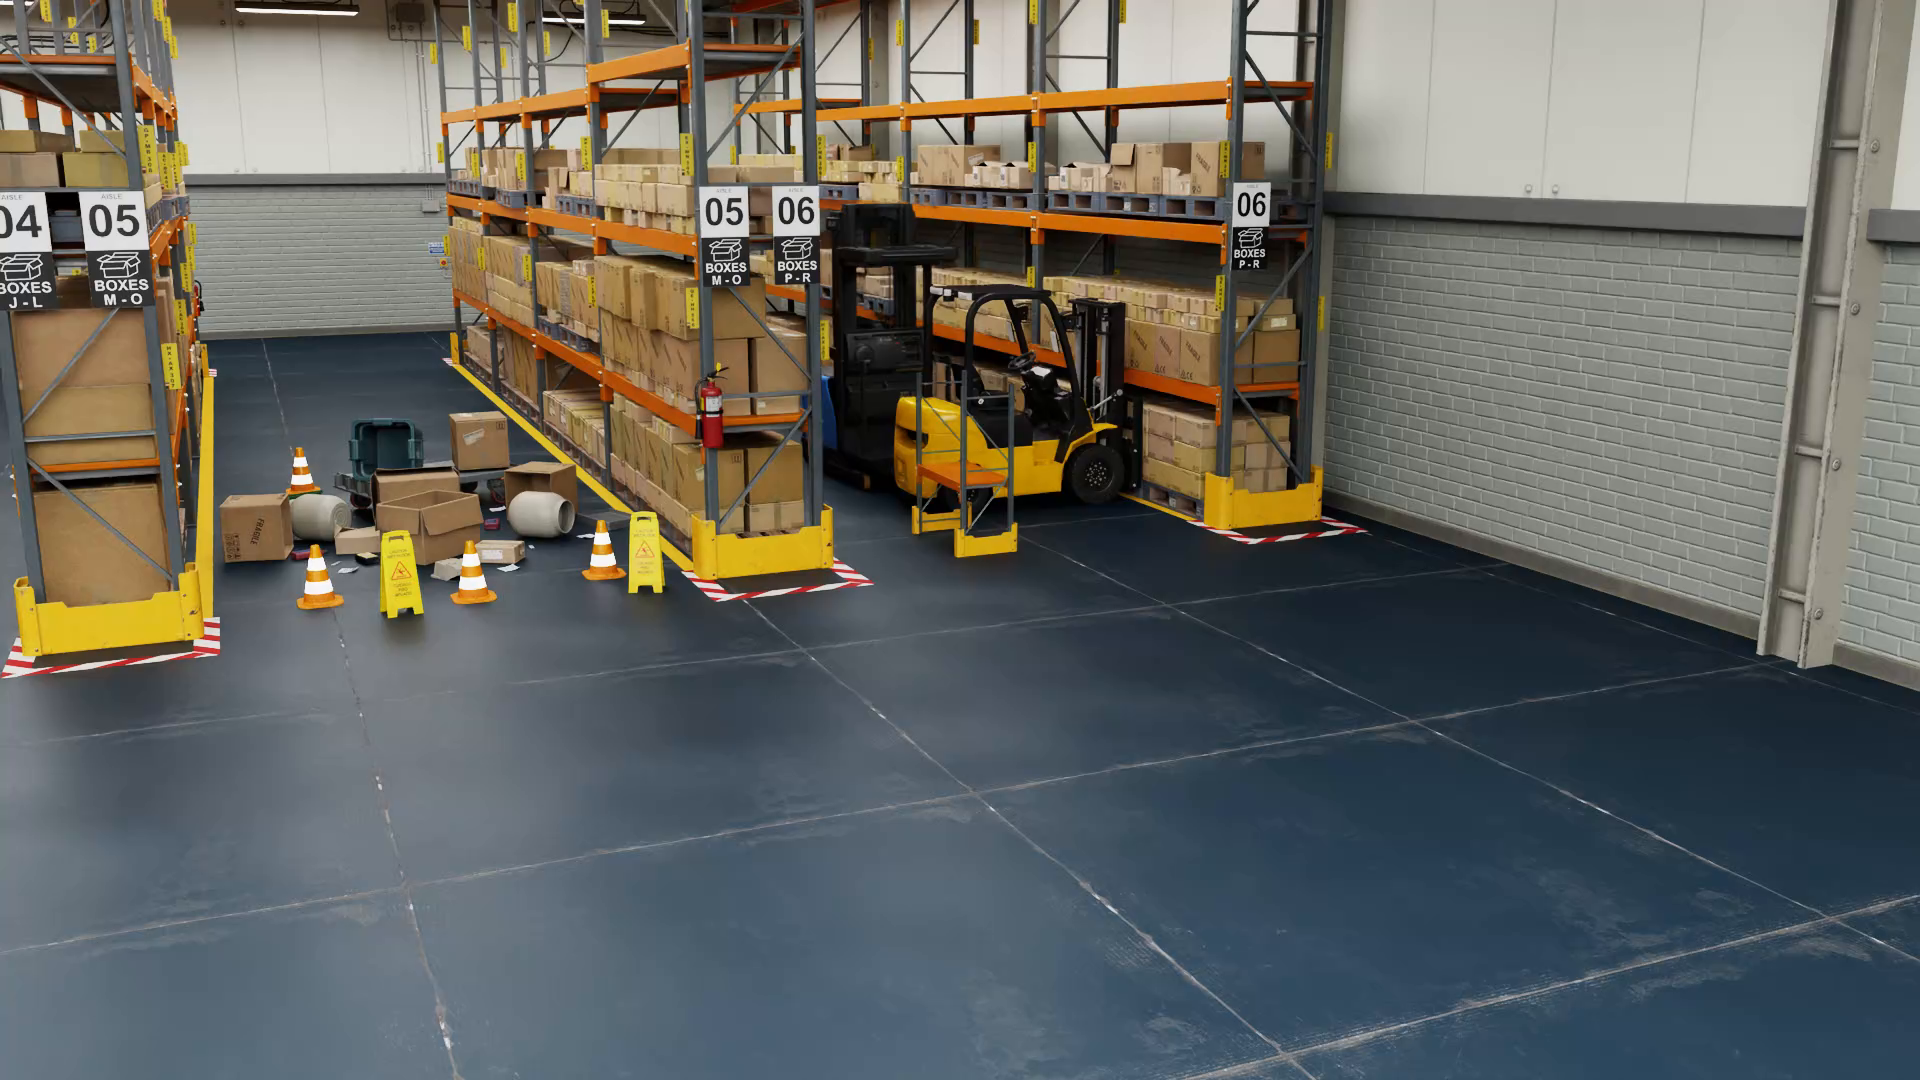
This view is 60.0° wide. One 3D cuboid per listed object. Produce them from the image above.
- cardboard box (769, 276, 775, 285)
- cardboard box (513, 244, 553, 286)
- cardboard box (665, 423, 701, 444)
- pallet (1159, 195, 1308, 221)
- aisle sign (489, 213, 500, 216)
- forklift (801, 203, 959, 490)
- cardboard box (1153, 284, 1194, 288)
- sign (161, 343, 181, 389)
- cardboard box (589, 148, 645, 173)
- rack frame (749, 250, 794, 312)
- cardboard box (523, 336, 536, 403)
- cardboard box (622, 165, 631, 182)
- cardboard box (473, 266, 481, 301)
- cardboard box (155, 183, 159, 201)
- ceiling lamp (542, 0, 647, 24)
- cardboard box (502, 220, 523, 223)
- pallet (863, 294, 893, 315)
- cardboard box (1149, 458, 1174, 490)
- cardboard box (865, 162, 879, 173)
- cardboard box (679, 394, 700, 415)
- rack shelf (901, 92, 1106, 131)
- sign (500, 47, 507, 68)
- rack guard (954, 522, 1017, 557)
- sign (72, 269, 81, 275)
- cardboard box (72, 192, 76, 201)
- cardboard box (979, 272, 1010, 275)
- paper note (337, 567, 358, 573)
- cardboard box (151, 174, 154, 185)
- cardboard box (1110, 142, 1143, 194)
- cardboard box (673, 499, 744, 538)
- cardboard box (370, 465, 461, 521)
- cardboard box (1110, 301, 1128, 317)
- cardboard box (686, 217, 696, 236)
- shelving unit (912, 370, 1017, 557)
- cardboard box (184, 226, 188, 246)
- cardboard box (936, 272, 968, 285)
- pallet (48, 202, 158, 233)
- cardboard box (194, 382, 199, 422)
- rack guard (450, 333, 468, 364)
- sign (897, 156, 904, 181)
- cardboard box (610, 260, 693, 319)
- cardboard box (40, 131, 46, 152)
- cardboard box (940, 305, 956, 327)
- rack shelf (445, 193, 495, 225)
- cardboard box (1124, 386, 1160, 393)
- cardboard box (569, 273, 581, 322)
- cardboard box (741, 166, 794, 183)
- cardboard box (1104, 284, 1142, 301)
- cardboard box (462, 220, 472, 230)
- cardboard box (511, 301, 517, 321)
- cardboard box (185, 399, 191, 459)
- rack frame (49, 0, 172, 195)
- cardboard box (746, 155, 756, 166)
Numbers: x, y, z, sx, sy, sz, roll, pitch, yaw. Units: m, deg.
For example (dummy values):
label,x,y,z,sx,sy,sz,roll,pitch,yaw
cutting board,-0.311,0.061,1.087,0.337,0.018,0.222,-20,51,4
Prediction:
label,x,y,z,sx,sy,sz,roll,pitch,yaw
cardboard box,-3.026,-4.413,28.224,0.380,0.149,0.250,-5,14,-22
cardboard box,-5.503,-3.574,21.601,0.500,0.500,0.500,-5,14,-22
cardboard box,-2.407,-0.955,14.789,0.380,0.149,0.250,-5,14,-21
pallet,2.648,-3.213,16.023,1.003,0.211,1.213,-6,14,-23
aisle sign,-7.793,-5.812,27.944,0.394,0.787,0.004,-6,14,-23
forklift,-0.691,-2.068,17.684,1.130,2.935,3.031,-7,15,-26
cardboard box,2.267,-2.621,17.602,0.380,0.149,0.250,-5,14,-21
sign,-5.623,-1.238,11.852,0.100,0.325,0.005,-6,14,-23
cardboard box,-3.590,-3.968,17.383,0.500,0.250,0.500,-5,14,-22
rack frame,-3.501,-4.952,29.993,1.000,3.000,0.127,-6,14,-23
cardboard box,-5.397,-2.354,22.550,0.875,0.875,0.875,-5,14,-22
cardboard box,-2.959,-3.447,15.625,0.380,0.149,0.250,-6,14,-25
cardboard box,-7.077,-3.903,25.242,0.500,0.500,0.500,-6,14,-24
cardboard box,-6.890,-2.892,13.843,0.380,0.149,0.250,-5,14,-22
ceiling lamp,-6.708,-11.062,30.142,2.000,3.185,0.800,-6,14,-23
cardboard box,-6.892,-4.876,25.788,0.380,0.149,0.250,-6,14,-23
pallet,-0.632,-3.339,23.451,1.213,0.211,1.003,-6,14,-23
cardboard box,2.240,-0.683,16.717,0.500,0.250,0.500,-6,14,-23
cardboard box,-1.122,-5.287,23.577,0.380,0.149,0.250,-6,14,-24
cardboard box,-2.188,-1.175,14.231,0.380,0.149,0.250,-6,14,-24
rack shelf,0.505,-5.263,20.516,1.077,0.370,4.000,-6,14,-23
sign,-7.545,-7.965,27.461,0.100,0.325,0.005,-6,14,-23
rack guard,0.230,-0.003,14.709,0.587,0.250,0.087,-6,14,-23
sign,-9.832,-2.856,18.547,0.100,0.325,0.005,-6,14,-23
cardboard box,-7.697,-2.937,14.038,0.380,0.149,0.250,-6,14,-23
cardboard box,0.470,-3.406,21.655,0.380,0.149,0.250,-6,14,-23
paper note,-5.189,0.250,14.108,0.144,0.017,0.142,-1,13,-4
cardboard box,-6.699,-2.951,13.216,0.500,0.250,0.500,-6,14,-23
cardboard box,1.989,-3.826,17.092,0.797,0.503,0.637,-5,14,-21
cardboard box,-2.219,-0.210,14.670,0.500,0.250,0.500,-6,14,-23
cardboard box,-5.044,-0.374,15.447,0.797,0.637,0.503,-6,14,-23
cardboard box,1.794,-2.426,17.421,0.380,0.149,0.250,-6,14,-24
cardboard box,-2.038,-2.584,13.669,0.380,0.149,0.250,-6,14,-23
shelving unit,0.031,-0.715,15.013,0.587,1.500,1.083,-6,14,-23
cardboard box,-11.293,-4.217,23.719,0.500,0.500,0.500,-5,14,-22
cardboard box,-0.088,-3.413,21.682,0.380,0.149,0.250,-5,14,-22
pallet,-6.933,-2.552,13.168,1.003,0.211,1.213,-6,14,-23
cardboard box,-9.592,-1.641,20.302,0.500,0.500,0.500,-5,14,-22
rack guard,-8.057,-3.290,28.356,1.175,0.500,0.348,-6,14,-23
sign,-0.795,-4.964,22.245,0.100,0.325,0.005,-6,14,-23
cardboard box,-2.902,-2.380,15.782,0.700,0.500,0.500,-6,14,-24
cardboard box,-6.781,-2.853,11.910,0.380,0.149,0.250,-5,14,-22
cardboard box,0.067,-2.902,21.469,0.500,0.250,0.500,-6,14,-25
rack shelf,-7.247,-5.200,26.010,1.077,0.370,4.000,-6,14,-23
cardboard box,2.087,-1.531,18.164,0.500,0.250,0.500,-6,14,-23
cardboard box,-4.037,-2.706,18.476,0.500,0.500,0.500,-5,14,-21
cardboard box,-1.594,-3.016,13.767,0.380,0.149,0.250,-6,14,-23
cardboard box,1.750,-2.631,17.643,0.380,0.149,0.250,-6,14,-23
cardboard box,-7.577,-4.932,26.029,0.380,0.149,0.250,-6,14,-24
cardboard box,-5.690,-3.067,22.184,0.500,0.250,0.500,-6,14,-24
cardboard box,-8.823,-1.176,17.737,1.050,0.750,0.750,-5,14,-22
rack frame,-9.338,-5.305,18.213,1.000,3.000,0.127,-6,14,-23
cardboard box,-3.367,-6.507,28.626,0.500,0.250,0.500,-6,14,-23
